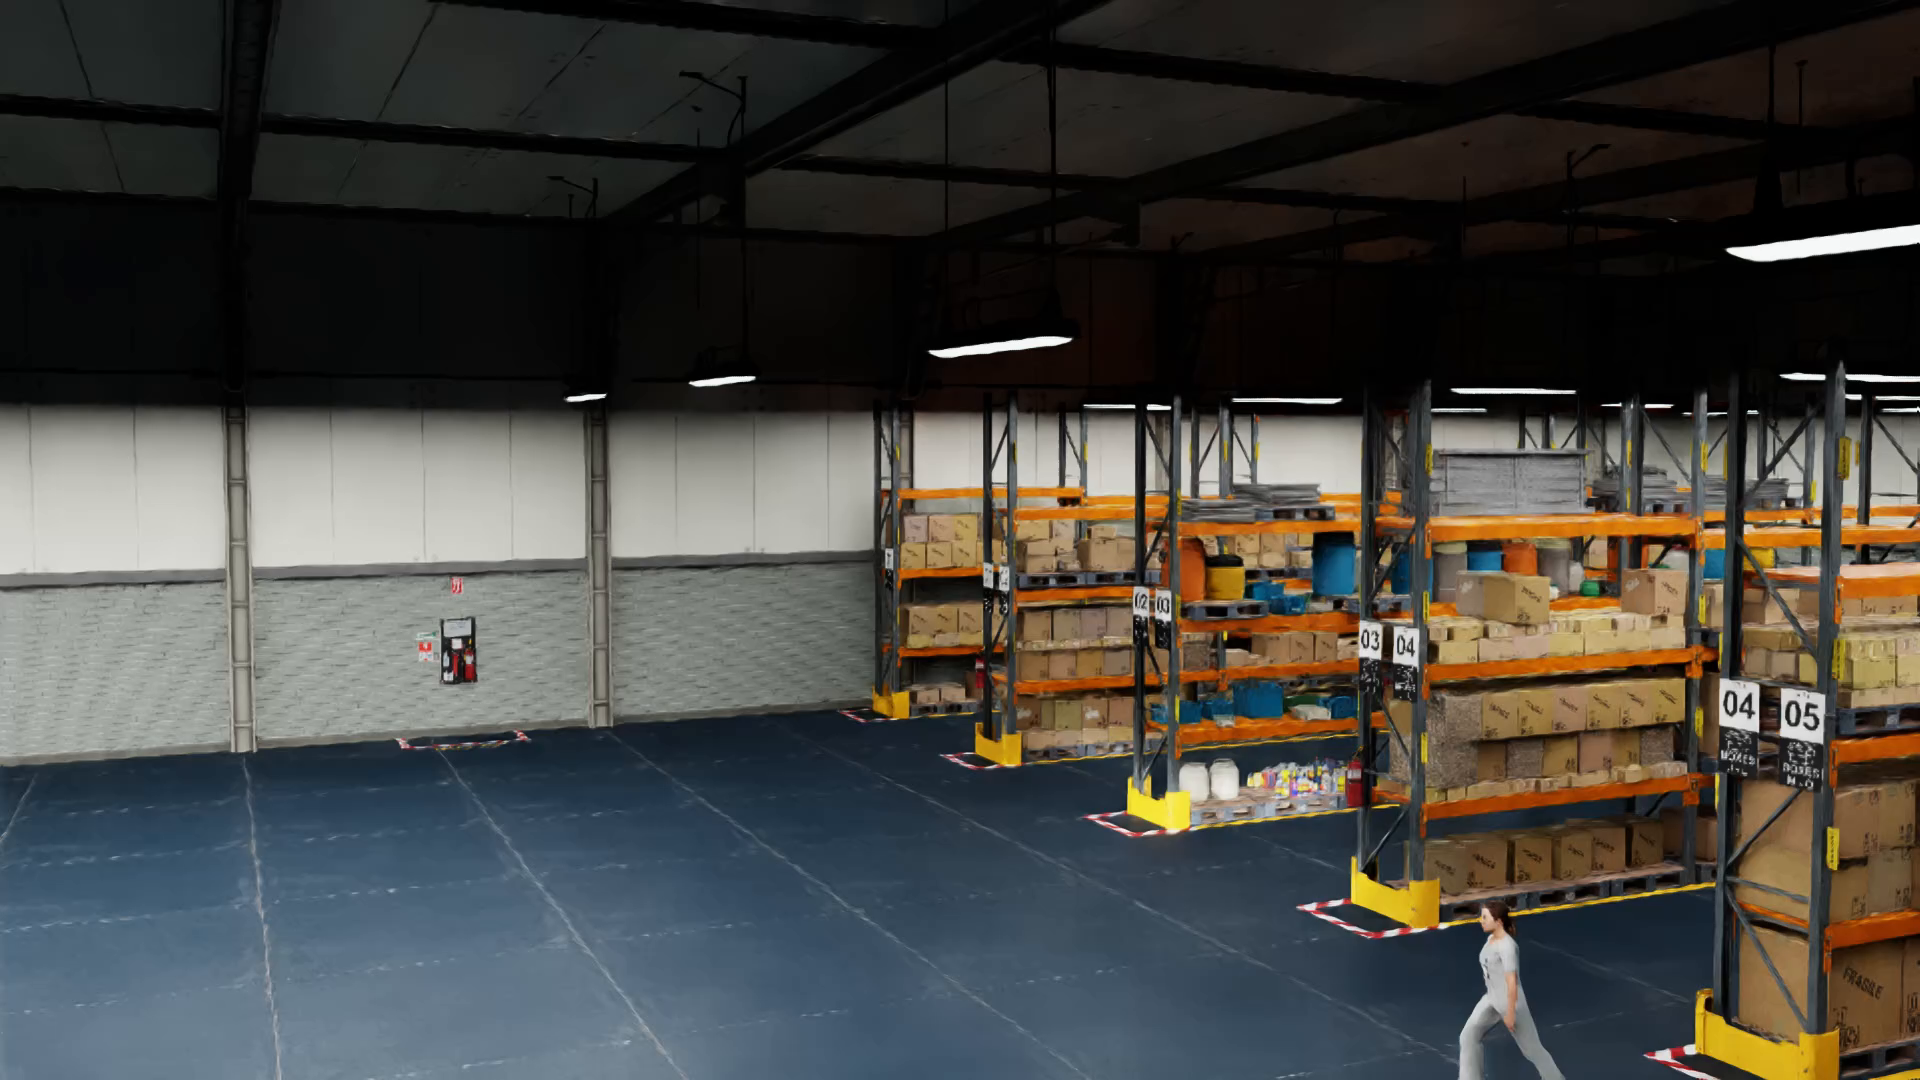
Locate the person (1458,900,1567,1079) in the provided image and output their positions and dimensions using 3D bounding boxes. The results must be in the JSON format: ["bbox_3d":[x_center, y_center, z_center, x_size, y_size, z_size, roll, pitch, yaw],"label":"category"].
[{"bbox_3d":[4.281,3.602,12.945,0.953,1.609,0.494,0,3,-4],"label":"person"}]
